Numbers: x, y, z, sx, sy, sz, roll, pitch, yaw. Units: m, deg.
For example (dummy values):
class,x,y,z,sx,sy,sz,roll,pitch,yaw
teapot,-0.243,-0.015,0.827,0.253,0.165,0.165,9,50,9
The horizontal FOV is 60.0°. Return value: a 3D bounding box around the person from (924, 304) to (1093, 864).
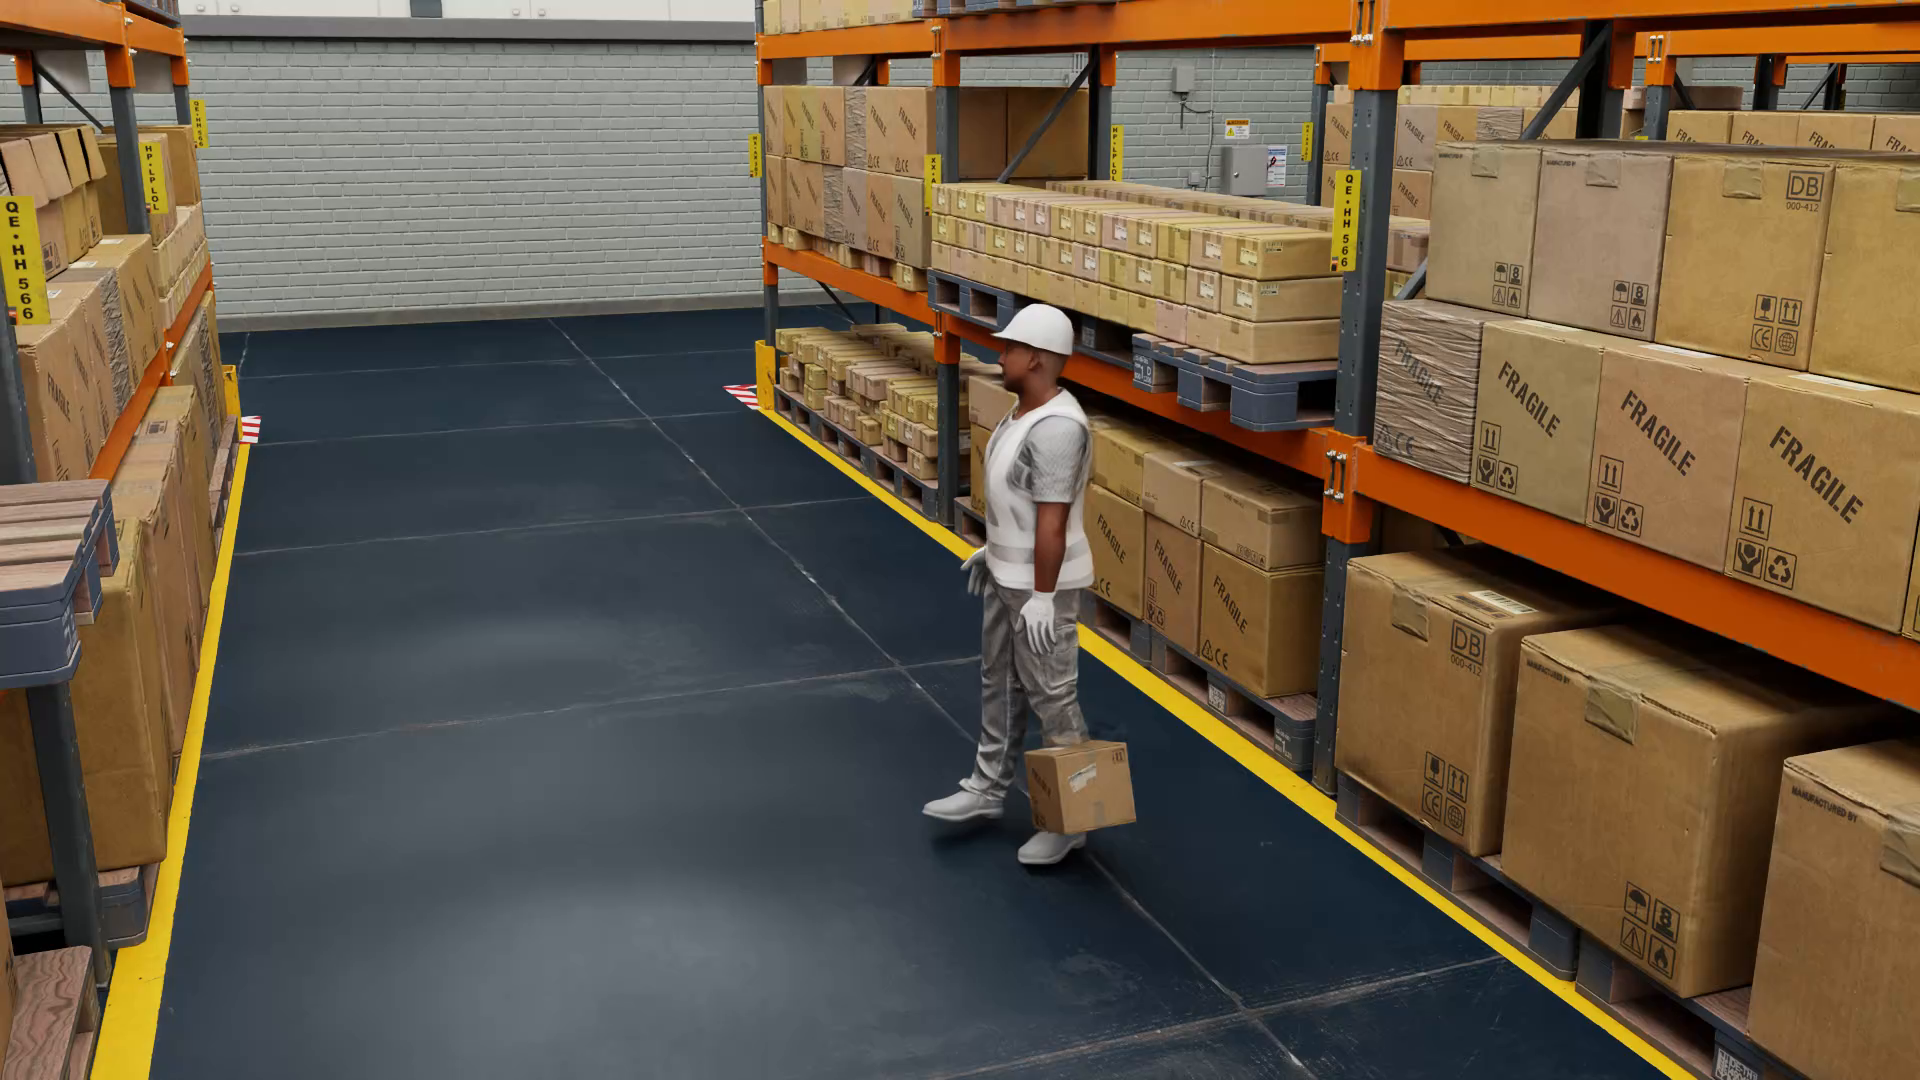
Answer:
class,x,y,z,sx,sy,sz,roll,pitch,yaw
person,0.154,0.131,5.411,0.545,1.786,0.618,-2,16,-6
